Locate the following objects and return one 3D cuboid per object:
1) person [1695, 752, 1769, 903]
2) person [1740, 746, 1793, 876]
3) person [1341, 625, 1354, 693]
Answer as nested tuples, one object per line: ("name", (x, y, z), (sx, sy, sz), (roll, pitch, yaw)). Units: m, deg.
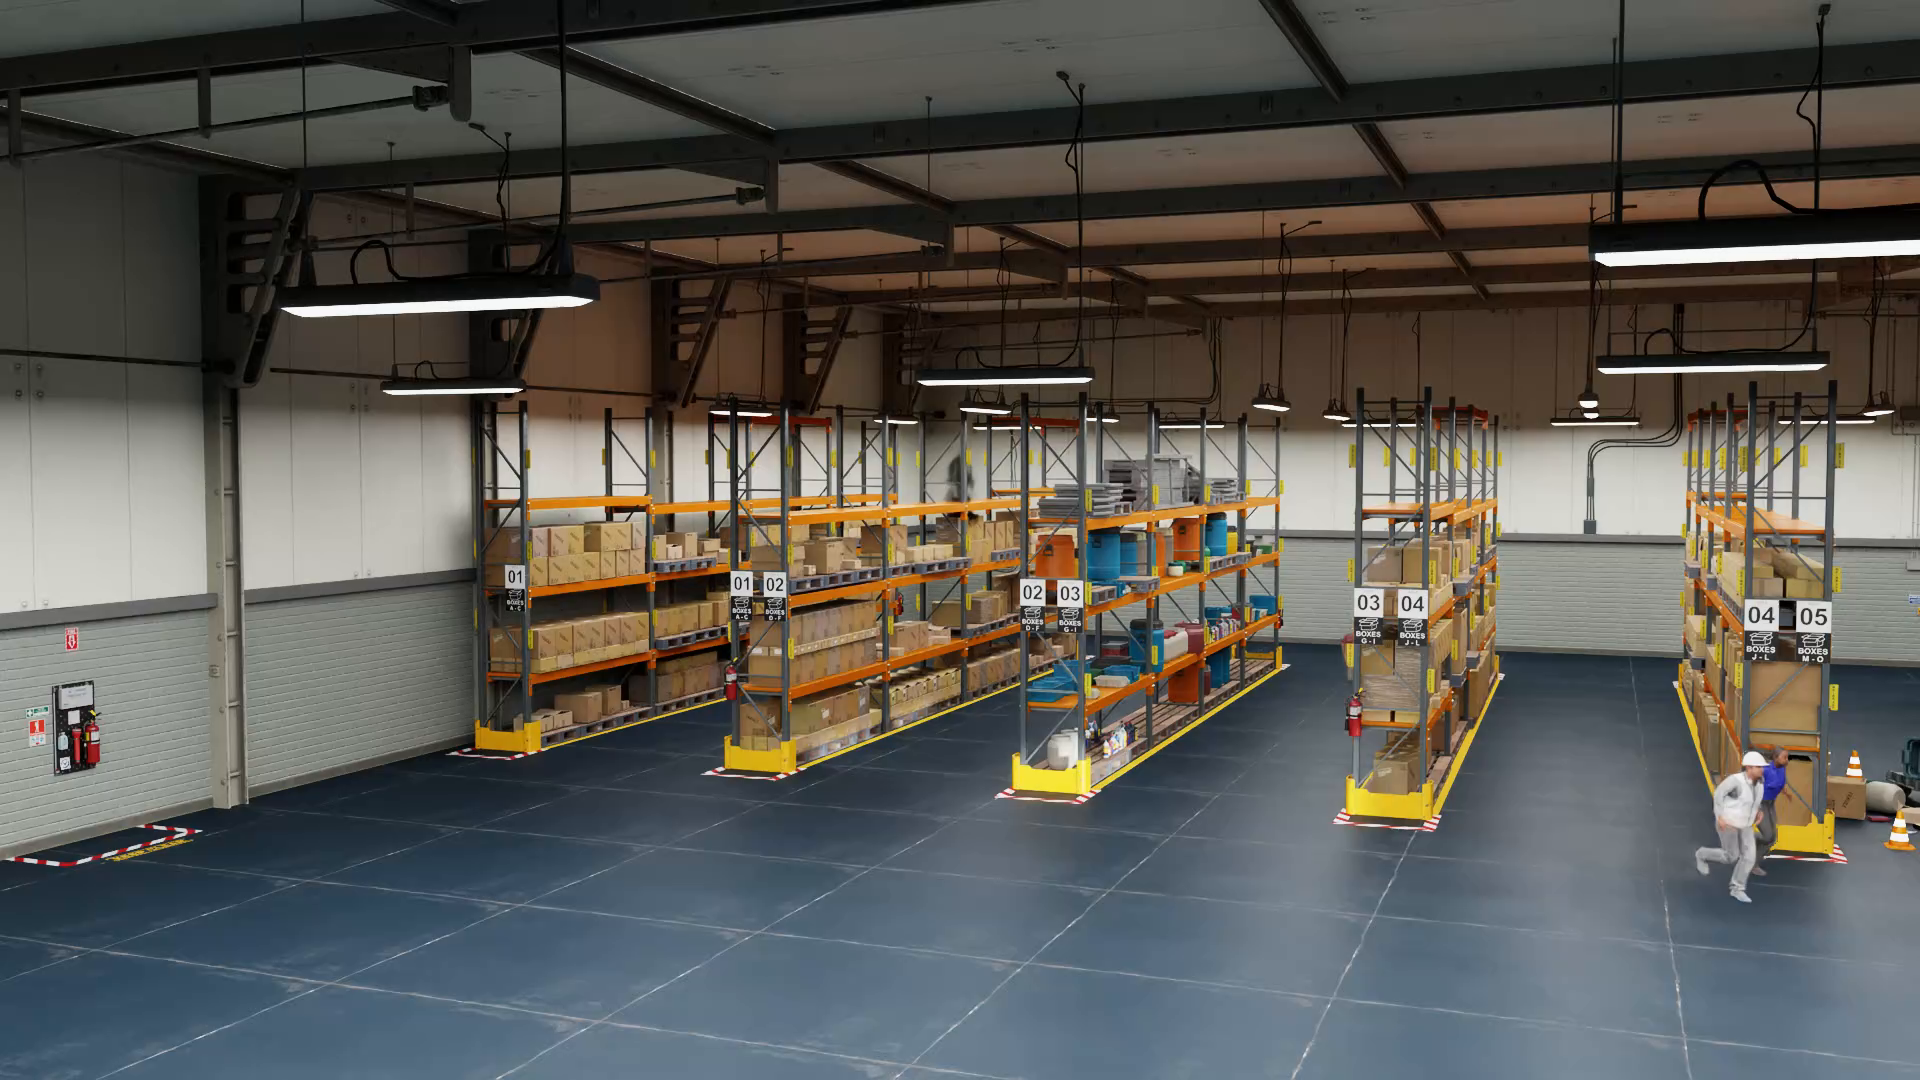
("person", (8.858, 3.242, 19.074), (0.660, 1.725, 0.908), (-1, 3, -28))
("person", (9.701, 3.253, 20.056), (0.563, 1.586, 0.692), (-2, 3, -33))
("person", (8.120, 2.534, 34.087), (0.653, 1.655, 0.749), (1, 3, 19))
